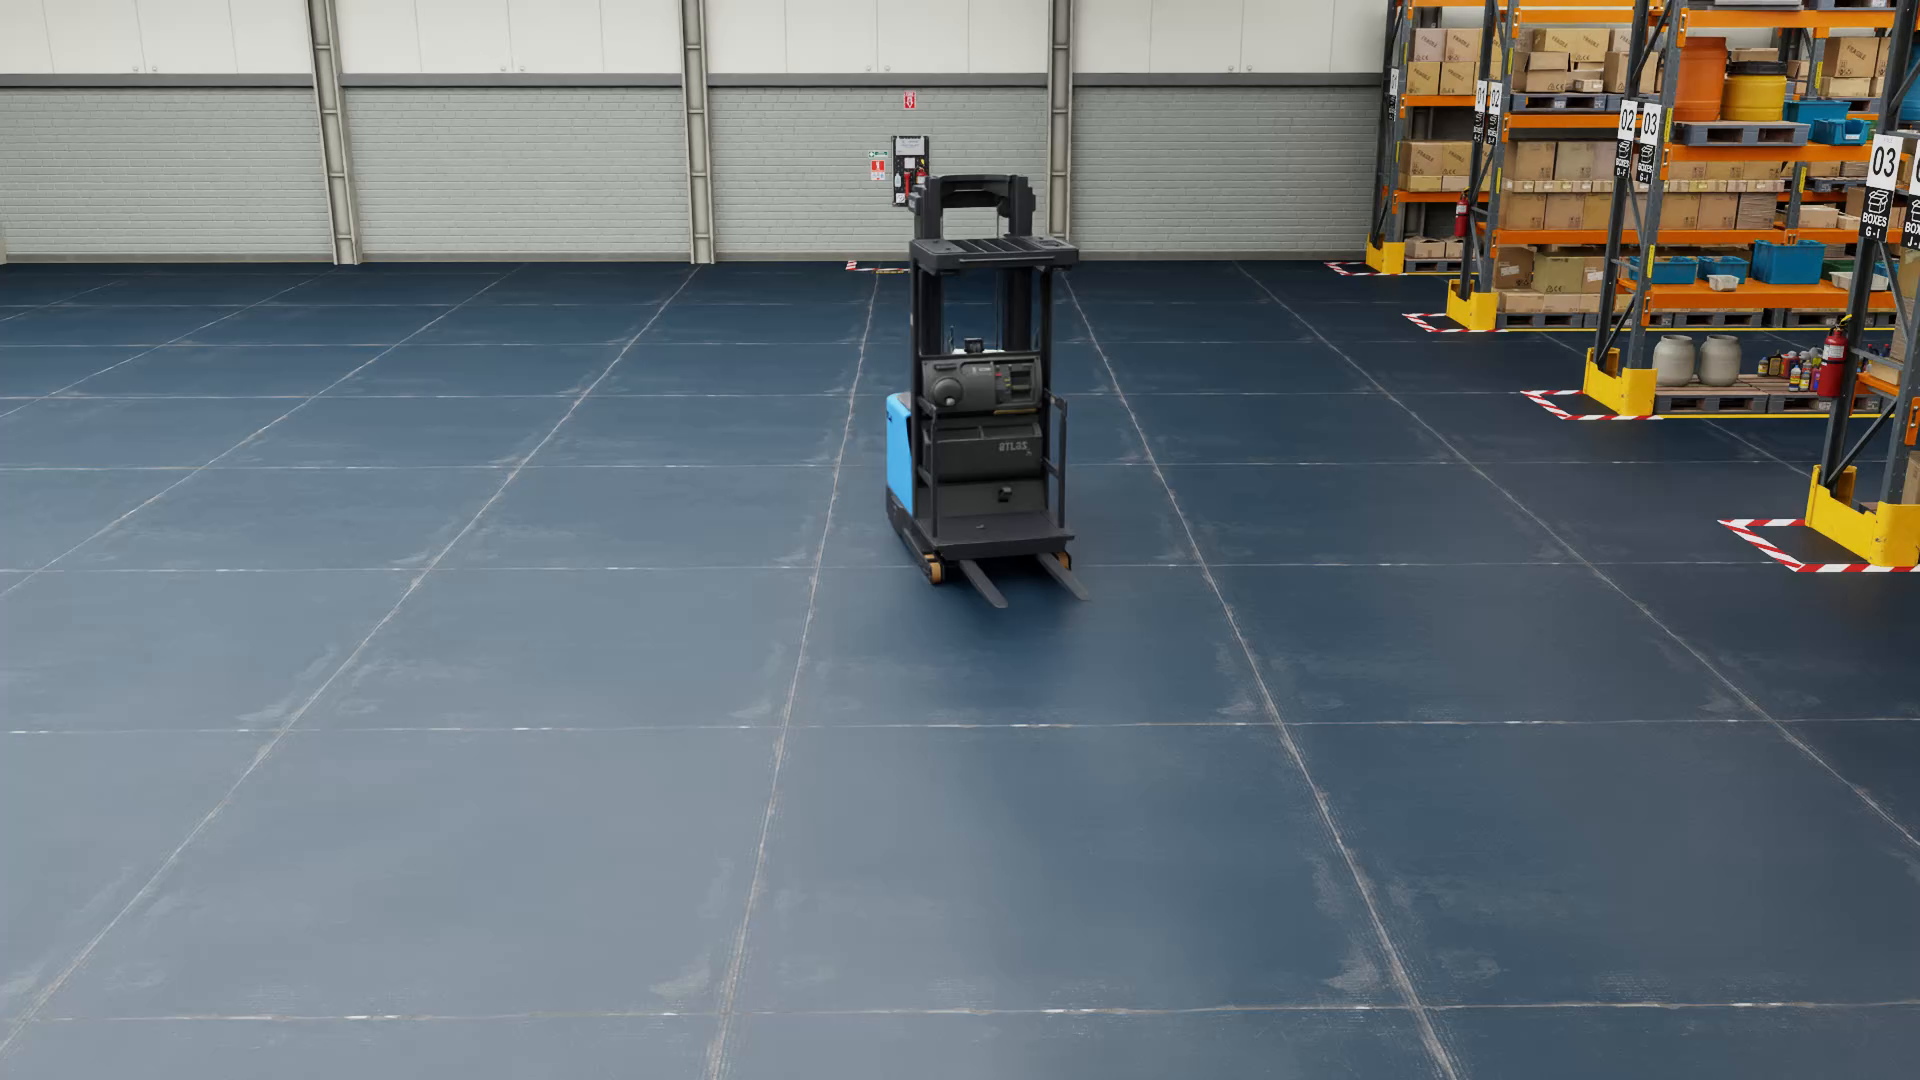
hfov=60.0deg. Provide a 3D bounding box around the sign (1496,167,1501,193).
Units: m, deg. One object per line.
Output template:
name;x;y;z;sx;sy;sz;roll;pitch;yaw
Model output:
sign;7.045;-4.704;21.753;0.005;0.325;0.100;0;18;-1

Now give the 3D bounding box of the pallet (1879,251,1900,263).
pallet;15.748;-4.628;27.628;1.213;0.211;1.003;0;18;-1

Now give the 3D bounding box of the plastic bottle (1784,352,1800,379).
plastic bottle;9.200;-1.929;18.378;0.133;0.283;0.061;0;18;-1

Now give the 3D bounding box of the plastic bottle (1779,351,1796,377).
plastic bottle;9.198;-1.958;18.481;0.135;0.276;0.152;0;18;0

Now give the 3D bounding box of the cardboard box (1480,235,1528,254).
cardboard box;8.957;-4.922;27.353;0.500;0.500;0.700;-1;18;-4

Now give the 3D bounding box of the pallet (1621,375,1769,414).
pallet;8.004;-1.600;18.188;1.213;0.211;1.003;0;18;-1

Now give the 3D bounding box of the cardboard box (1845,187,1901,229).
cardboard box;12.336;-4.491;22.474;0.500;0.500;0.500;1;18;3

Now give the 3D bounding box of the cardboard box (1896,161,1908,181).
cardboard box;15.449;-6.098;26.962;0.500;0.500;0.500;0;18;1

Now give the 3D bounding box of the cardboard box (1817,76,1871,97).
cardboard box;11.658;-5.999;21.986;0.500;0.250;0.500;2;18;5

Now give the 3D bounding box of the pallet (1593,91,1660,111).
pallet;8.972;-5.812;21.988;1.213;0.211;1.003;0;18;-1

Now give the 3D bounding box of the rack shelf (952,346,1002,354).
rack shelf;0.276;-1.447;14.306;0.720;0.370;0.431;2;16;5

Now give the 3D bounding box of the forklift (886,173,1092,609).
forklift;0.224;-1.193;12.467;1.130;2.935;3.031;-4;18;-13

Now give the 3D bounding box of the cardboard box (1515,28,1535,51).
cardboard box;8.929;-7.981;26.773;0.500;0.500;0.500;0;18;-1

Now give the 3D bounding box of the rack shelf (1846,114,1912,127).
rack shelf;13.041;-5.538;22.167;4.000;0.370;1.077;0;18;-1

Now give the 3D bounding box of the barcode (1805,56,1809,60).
barcode;13.847;-7.879;27.174;0.075;0.075;0.001;0;18;-1

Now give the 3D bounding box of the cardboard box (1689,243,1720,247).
cardboard box;12.211;-5.001;27.599;0.500;0.500;0.700;-1;18;-2

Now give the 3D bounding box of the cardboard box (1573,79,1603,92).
cardboard box;8.221;-5.950;21.770;0.250;0.149;0.380;0;18;-1

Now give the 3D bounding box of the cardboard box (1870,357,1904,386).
cardboard box;7.476;-1.342;13.233;0.250;0.149;0.380;0;18;-1

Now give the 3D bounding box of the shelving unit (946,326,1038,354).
shelving unit;0.275;-1.072;14.415;0.755;1.500;0.431;2;16;5

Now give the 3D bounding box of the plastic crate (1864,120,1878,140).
plastic crate;9.534;-4.333;17.579;0.450;0.188;0.336;0;18;-1

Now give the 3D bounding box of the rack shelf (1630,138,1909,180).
rack shelf;9.116;-4.006;17.391;4.000;0.370;1.077;0;18;-1

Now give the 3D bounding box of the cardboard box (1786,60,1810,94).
cardboard box;13.661;-7.484;26.854;0.637;0.503;0.797;2;18;7

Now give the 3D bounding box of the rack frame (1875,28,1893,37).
rack frame;14.959;-8.831;26.346;0.127;3.000;1.000;0;18;-1

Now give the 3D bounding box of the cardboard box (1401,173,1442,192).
cardboard box;7.453;-5.780;26.867;0.500;0.250;0.500;-1;18;-2

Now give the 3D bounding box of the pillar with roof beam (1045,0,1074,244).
pillar with roof beam;1.715;-7.717;22.870;0.400;9.000;9.100;0;18;-1

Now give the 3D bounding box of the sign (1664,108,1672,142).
sign;7.121;-4.175;16.726;0.005;0.325;0.100;0;18;-1

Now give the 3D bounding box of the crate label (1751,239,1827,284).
crate label;8.952;-3.019;17.989;0.616;0.435;0.502;0;18;-1

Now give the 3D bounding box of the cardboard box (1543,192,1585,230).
cardboard box;8.034;-4.473;22.417;0.500;0.500;0.700;0;18;1

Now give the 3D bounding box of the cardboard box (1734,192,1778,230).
cardboard box;10.598;-4.486;22.458;0.500;0.500;0.700;-1;18;-2

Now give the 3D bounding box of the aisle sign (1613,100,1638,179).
aisle sign;7.040;-4.239;17.594;0.004;0.787;0.394;0;18;-1

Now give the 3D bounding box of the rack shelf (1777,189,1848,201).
rack shelf;12.959;-5.623;27.342;4.000;0.370;1.077;0;18;-1

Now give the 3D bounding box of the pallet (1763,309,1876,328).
pallet;11.777;-3.130;22.960;1.213;0.211;1.003;0;18;-1

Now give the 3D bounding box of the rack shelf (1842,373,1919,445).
rack shelf;9.194;-1.065;13.134;4.000;0.370;1.077;0;18;-1

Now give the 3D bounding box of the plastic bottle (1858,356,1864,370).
plastic bottle;9.967;-1.950;18.461;0.097;0.271;0.097;0;18;0

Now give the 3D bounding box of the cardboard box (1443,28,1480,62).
cardboard box;7.851;-7.812;26.246;0.500;0.500;0.500;0;18;-1

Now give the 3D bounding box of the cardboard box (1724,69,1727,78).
cardboard box;9.994;-6.170;22.191;0.500;0.311;0.500;-1;18;-4

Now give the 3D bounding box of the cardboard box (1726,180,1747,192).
cardboard box;10.264;-4.730;22.155;0.250;0.149;0.380;-1;18;-2

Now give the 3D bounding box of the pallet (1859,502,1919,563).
pallet;8.083;-0.063;13.399;1.213;0.211;1.003;0;18;-1

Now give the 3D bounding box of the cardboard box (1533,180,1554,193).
cardboard box;7.702;-4.718;22.118;0.250;0.149;0.380;-1;18;-2

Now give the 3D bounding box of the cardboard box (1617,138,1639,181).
cardboard box;9.092;-5.096;22.237;0.500;0.500;0.700;0;18;-1

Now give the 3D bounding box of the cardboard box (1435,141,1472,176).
cardboard box;7.936;-6.141;26.766;0.500;0.500;0.500;0;18;-1

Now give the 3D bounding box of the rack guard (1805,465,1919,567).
rack guard;7.271;-0.208;13.377;0.348;0.500;1.175;0;18;-1

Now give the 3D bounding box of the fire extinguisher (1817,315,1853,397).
fire extinguisher;7.073;-1.501;13.443;0.183;0.674;0.296;0;18;-1

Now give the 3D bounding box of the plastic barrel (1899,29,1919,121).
plastic barrel;10.119;-4.824;17.258;0.708;0.901;0.600;0;18;-1

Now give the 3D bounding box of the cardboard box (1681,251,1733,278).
cardboard box;10.081;-3.622;22.515;0.500;0.500;0.500;0;18;-1

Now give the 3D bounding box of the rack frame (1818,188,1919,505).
rack frame;7.195;-1.398;12.994;0.127;3.000;1.000;0;18;-1

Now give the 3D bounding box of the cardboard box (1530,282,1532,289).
cardboard box;8.073;-3.413;23.090;0.500;0.250;0.500;0;18;-1

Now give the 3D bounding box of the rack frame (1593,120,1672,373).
rack frame;7.116;-2.910;17.709;0.127;3.000;1.000;0;18;-1

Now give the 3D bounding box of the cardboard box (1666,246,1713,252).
cardboard box;10.073;-3.779;23.003;0.500;0.500;0.500;0;18;-1

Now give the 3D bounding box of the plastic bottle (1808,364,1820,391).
plastic bottle;9.161;-1.735;17.774;0.133;0.283;0.061;0;18;0

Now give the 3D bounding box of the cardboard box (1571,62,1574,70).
cardboard box;9.399;-7.350;26.442;0.500;0.500;0.500;-1;18;-3

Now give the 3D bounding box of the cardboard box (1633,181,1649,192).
cardboard box;8.975;-4.723;22.134;0.250;0.149;0.380;0;18;0

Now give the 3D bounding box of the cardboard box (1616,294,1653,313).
cardboard box;9.081;-3.255;22.599;0.500;0.250;0.500;0;18;-1
